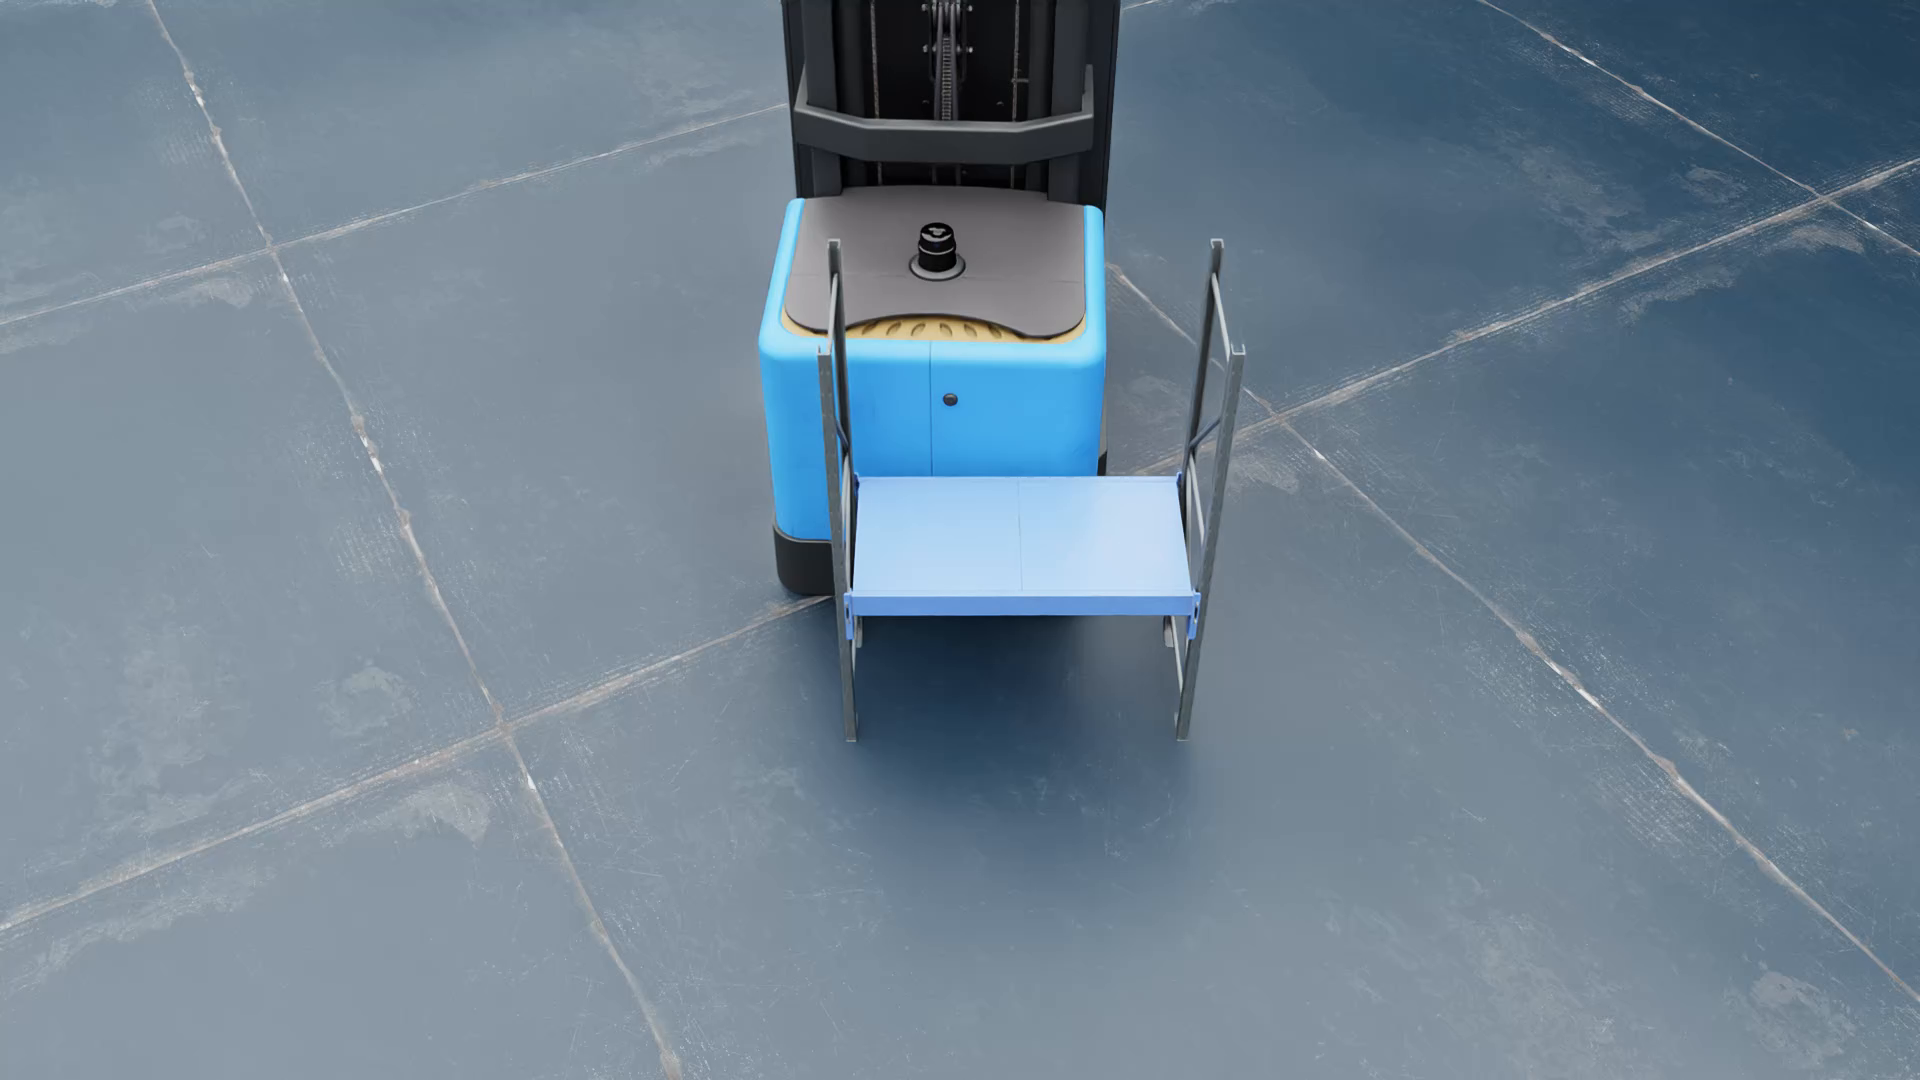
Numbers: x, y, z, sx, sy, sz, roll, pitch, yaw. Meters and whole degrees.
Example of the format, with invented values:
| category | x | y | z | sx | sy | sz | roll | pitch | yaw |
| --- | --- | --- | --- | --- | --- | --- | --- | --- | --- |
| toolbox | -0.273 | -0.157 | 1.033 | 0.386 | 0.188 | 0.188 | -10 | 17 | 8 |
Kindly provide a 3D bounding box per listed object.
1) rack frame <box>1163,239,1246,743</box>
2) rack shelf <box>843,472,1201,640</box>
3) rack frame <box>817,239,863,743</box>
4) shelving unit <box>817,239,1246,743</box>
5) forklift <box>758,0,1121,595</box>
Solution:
| category | x | y | z | sx | sy | sz | roll | pitch | yaw |
| --- | --- | --- | --- | --- | --- | --- | --- | --- | --- |
| rack frame | 0.682 | -0.089 | 4.765 | 0.032 | 1.500 | 0.500 | 0 | 44 | 0 |
| rack shelf | 0.174 | 0.040 | 4.890 | 1.000 | 0.185 | 0.538 | 0 | 44 | 0 |
| rack frame | -0.334 | -0.088 | 4.764 | 0.032 | 1.500 | 0.500 | 0 | 44 | 0 |
| shelving unit | 0.174 | -0.089 | 4.764 | 1.048 | 1.500 | 0.538 | 0 | 44 | 0 |
| forklift | -0.018 | -1.863 | 5.565 | 1.130 | 2.935 | 3.031 | 2 | 44 | 2 |
